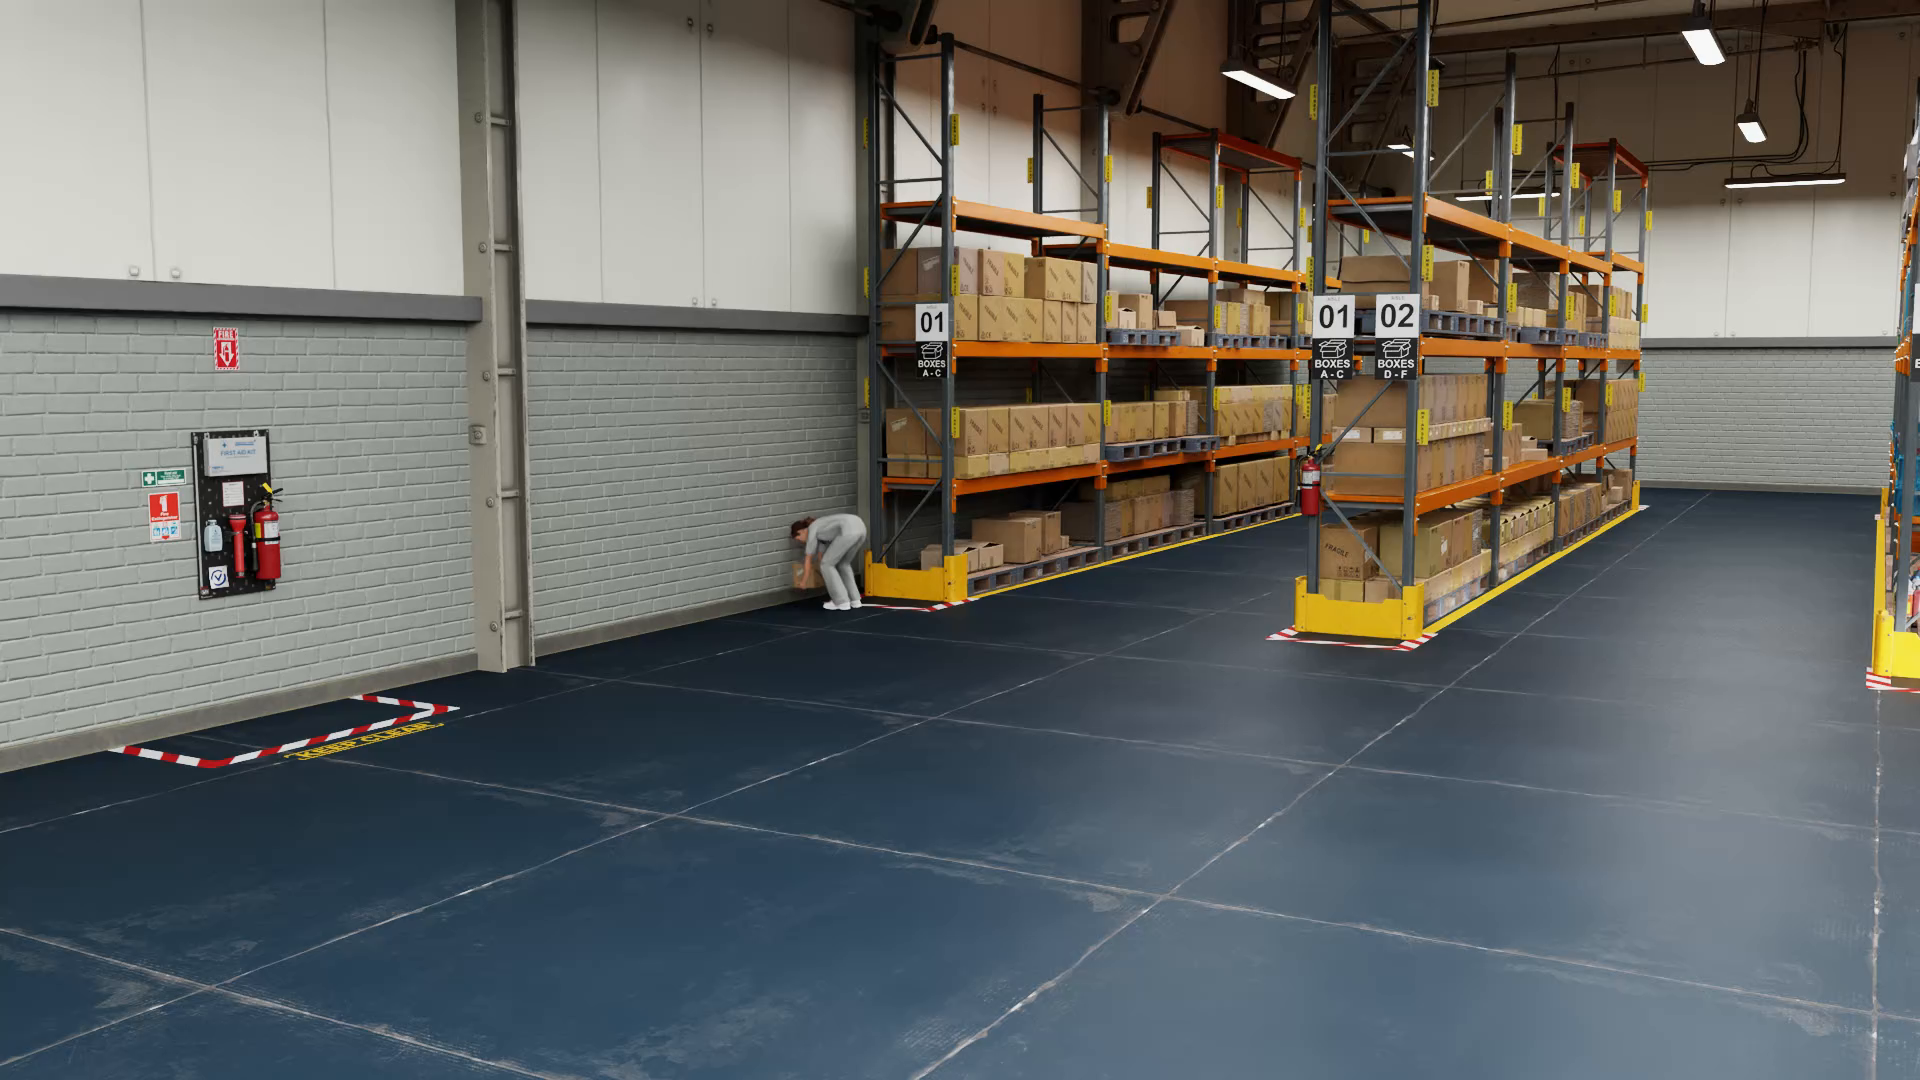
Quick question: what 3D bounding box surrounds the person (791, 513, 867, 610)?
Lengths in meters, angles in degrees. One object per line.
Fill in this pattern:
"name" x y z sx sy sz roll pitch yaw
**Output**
"person" -1.398 0.216 17.518 0.866 0.998 0.446 3 7 26
